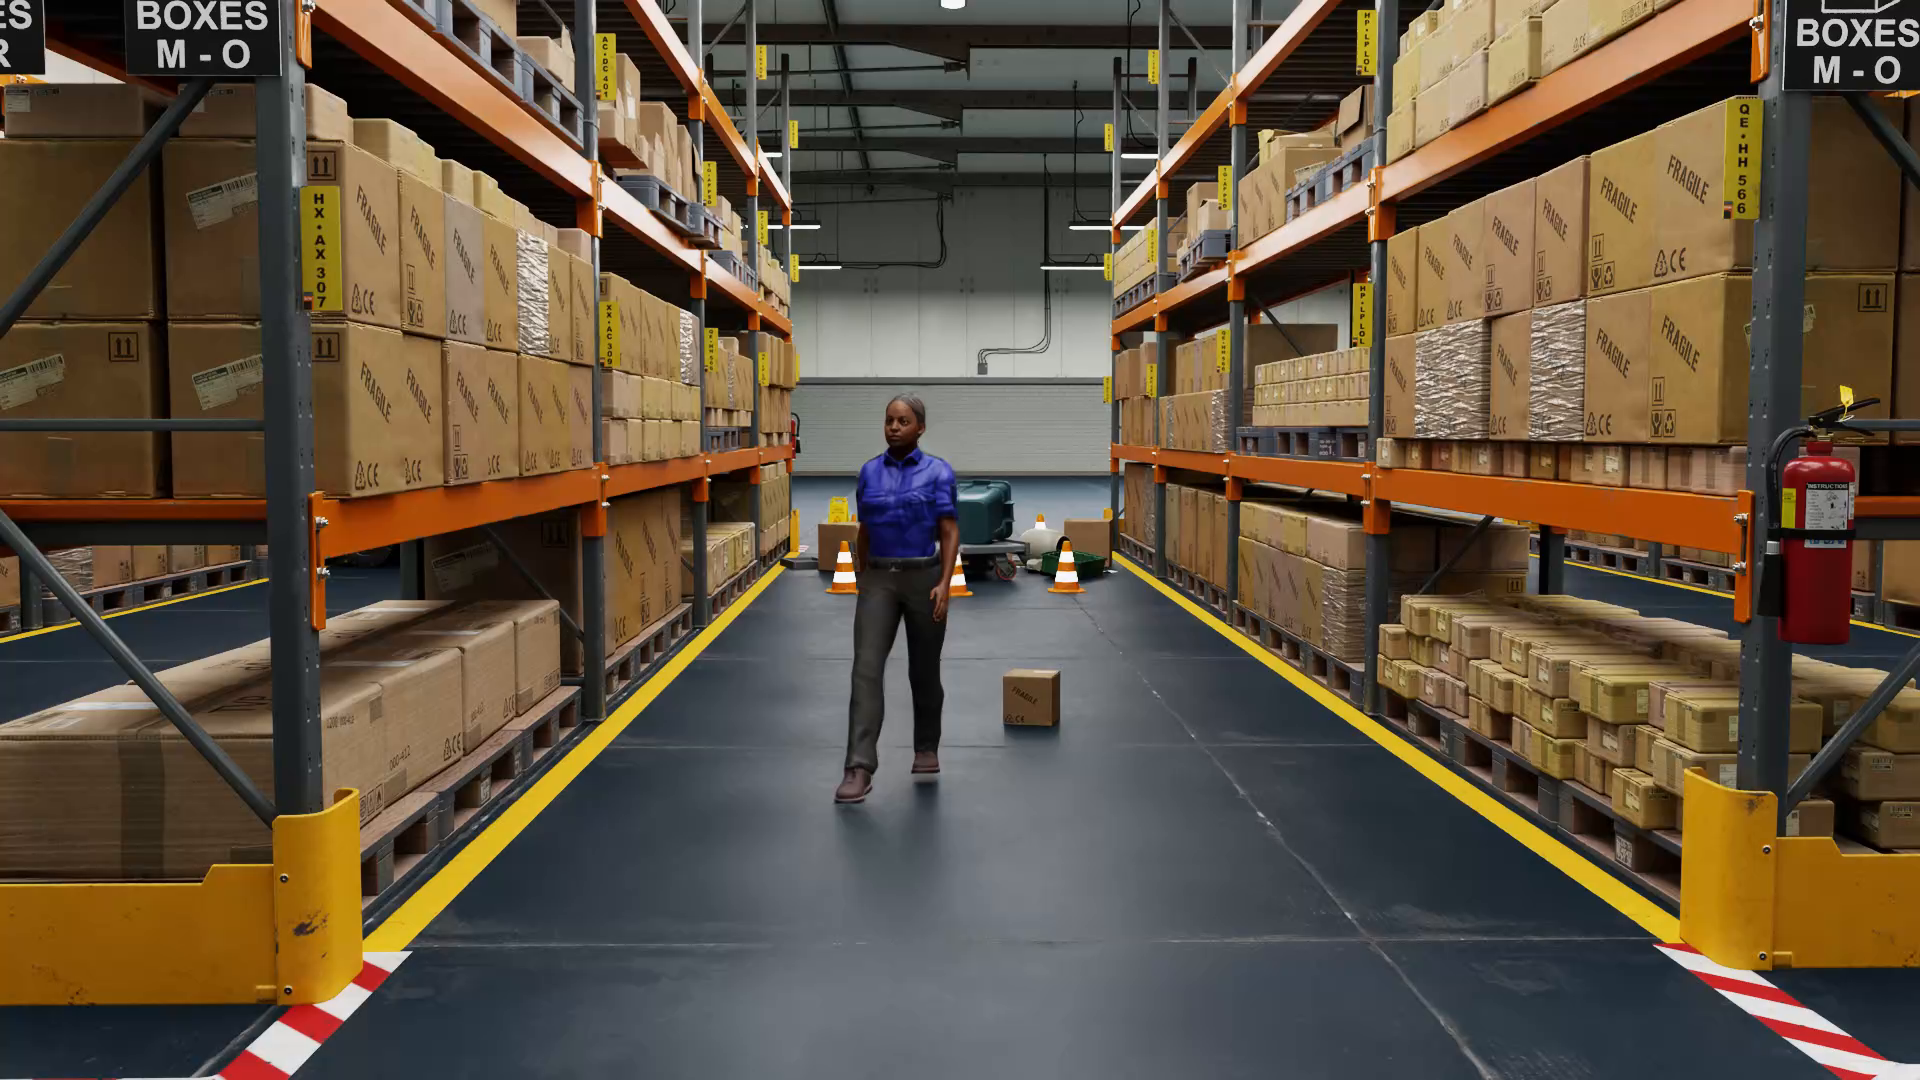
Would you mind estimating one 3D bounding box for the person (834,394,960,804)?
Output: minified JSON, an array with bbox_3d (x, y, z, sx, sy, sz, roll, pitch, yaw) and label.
[{"bbox_3d":[-0.234,0.209,6.774,0.458,1.609,0.937,1,4,9],"label":"person"}]
